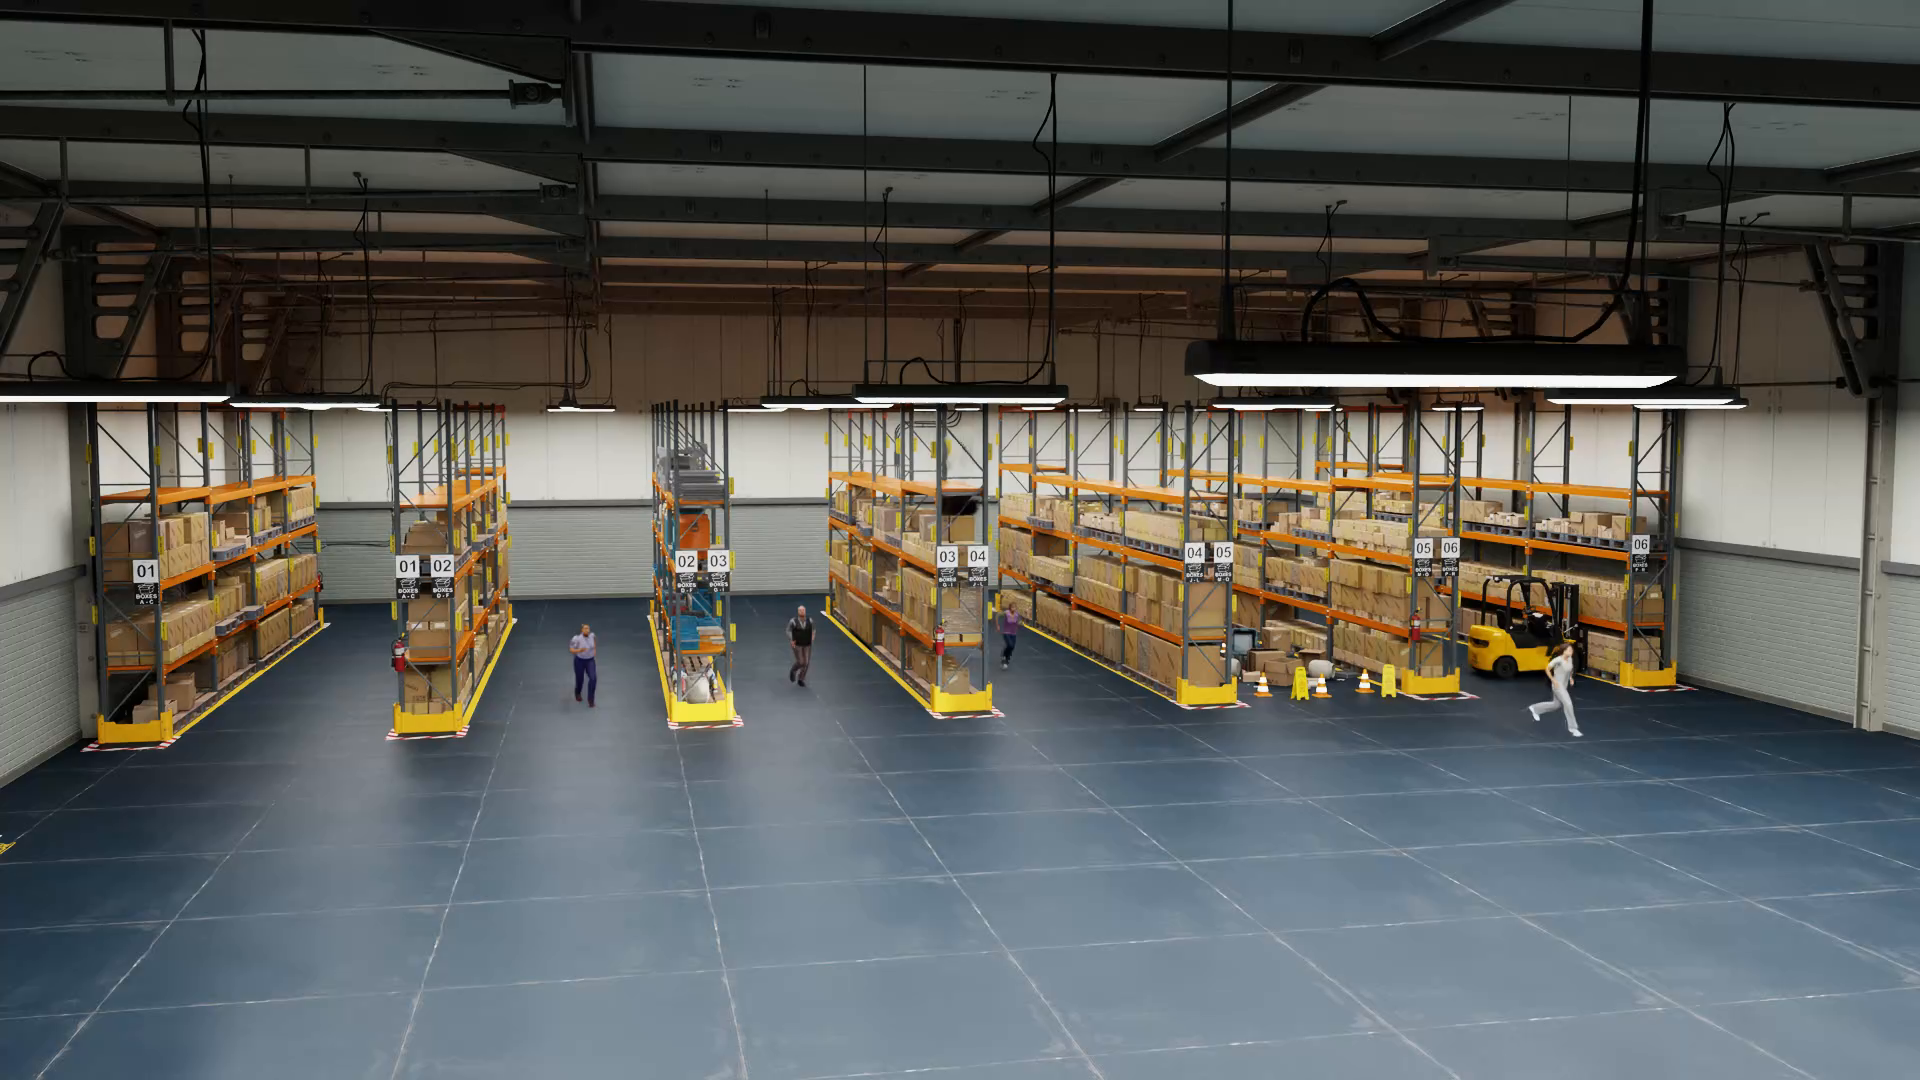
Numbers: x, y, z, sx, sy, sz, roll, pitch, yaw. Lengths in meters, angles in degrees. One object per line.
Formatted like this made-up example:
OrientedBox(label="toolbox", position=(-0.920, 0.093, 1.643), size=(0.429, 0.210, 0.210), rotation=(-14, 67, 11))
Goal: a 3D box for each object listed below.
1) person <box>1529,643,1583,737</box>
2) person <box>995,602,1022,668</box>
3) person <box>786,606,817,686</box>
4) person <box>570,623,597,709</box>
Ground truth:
OrientedBox(label="person", position=(10.745, 2.658, 29.953), size=(0.565, 1.660, 1.058), rotation=(-4, 6, -41))
OrientedBox(label="person", position=(1.112, 2.141, 37.394), size=(0.524, 1.524, 0.744), rotation=(-2, 5, -25))
OrientedBox(label="person", position=(-3.319, 2.239, 35.119), size=(0.651, 1.693, 0.607), rotation=(-2, 5, -23))
OrientedBox(label="person", position=(-7.402, 2.469, 32.702), size=(0.609, 1.711, 0.879), rotation=(-2, 5, -29))
